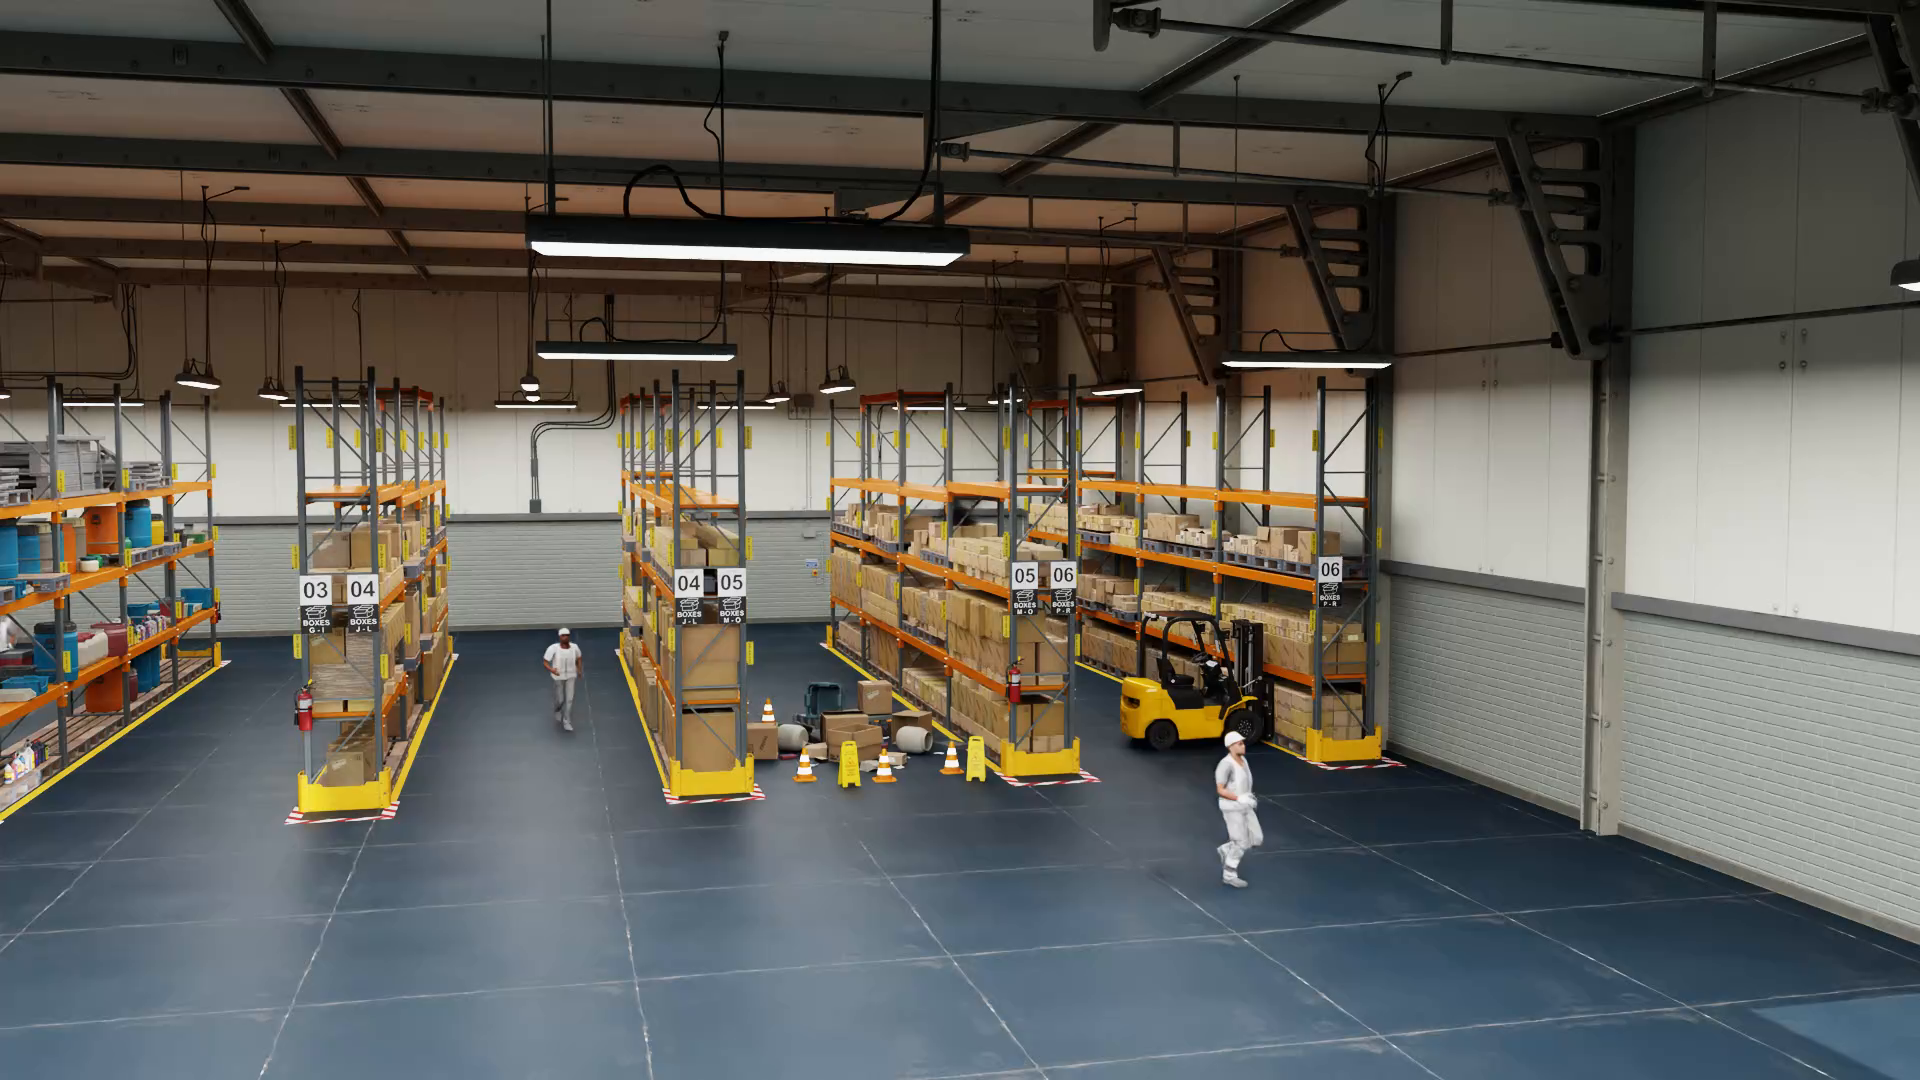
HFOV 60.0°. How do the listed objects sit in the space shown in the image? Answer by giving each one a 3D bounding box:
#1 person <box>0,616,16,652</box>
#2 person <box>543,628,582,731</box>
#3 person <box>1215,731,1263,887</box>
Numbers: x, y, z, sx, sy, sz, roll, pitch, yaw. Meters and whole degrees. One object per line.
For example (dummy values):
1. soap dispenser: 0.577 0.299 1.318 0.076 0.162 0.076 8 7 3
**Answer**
1. person: -18.603 2.212 32.094 0.682 1.766 0.855 -2 4 -29
2. person: -6.904 2.404 28.962 0.703 1.758 0.853 -1 4 -23
3. person: 3.118 3.019 18.677 0.593 1.742 0.655 3 4 38
